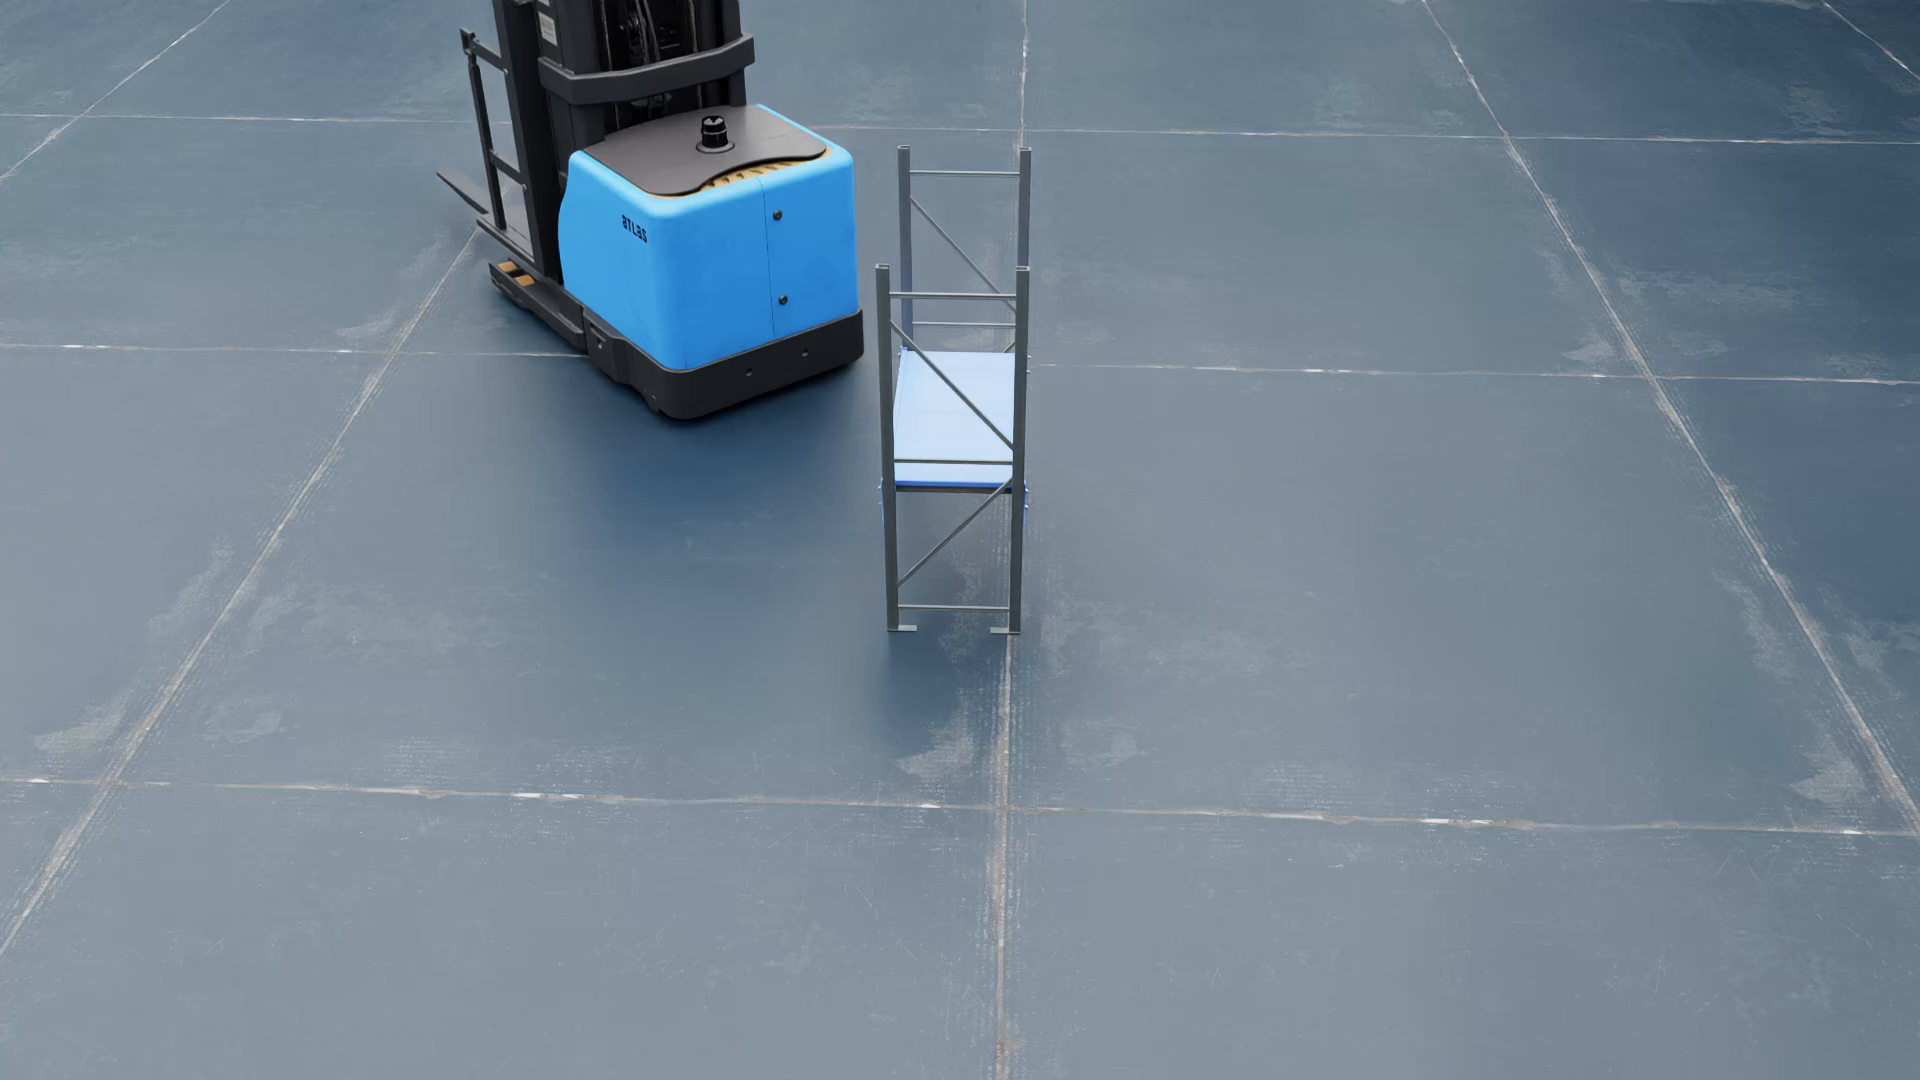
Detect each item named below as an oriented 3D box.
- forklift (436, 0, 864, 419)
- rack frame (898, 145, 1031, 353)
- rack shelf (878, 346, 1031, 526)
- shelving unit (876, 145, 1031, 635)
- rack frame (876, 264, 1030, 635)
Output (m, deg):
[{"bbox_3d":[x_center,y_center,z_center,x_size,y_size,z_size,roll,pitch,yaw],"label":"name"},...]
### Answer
[{"bbox_3d":[-1.752,-2.526,7.795,1.130,2.935,3.031,-24,42,-30],"label":"forklift"},{"bbox_3d":[0.017,-0.857,6.665,0.500,1.500,0.032,1,35,2],"label":"rack frame"},{"bbox_3d":[-0.003,-0.417,6.352,0.538,0.185,1.000,1,35,2],"label":"rack shelf"},{"bbox_3d":[-0.003,-0.565,6.249,0.538,1.500,1.048,1,35,2],"label":"shelving unit"},{"bbox_3d":[-0.024,-0.273,5.833,0.500,1.500,0.032,1,35,2],"label":"rack frame"}]
